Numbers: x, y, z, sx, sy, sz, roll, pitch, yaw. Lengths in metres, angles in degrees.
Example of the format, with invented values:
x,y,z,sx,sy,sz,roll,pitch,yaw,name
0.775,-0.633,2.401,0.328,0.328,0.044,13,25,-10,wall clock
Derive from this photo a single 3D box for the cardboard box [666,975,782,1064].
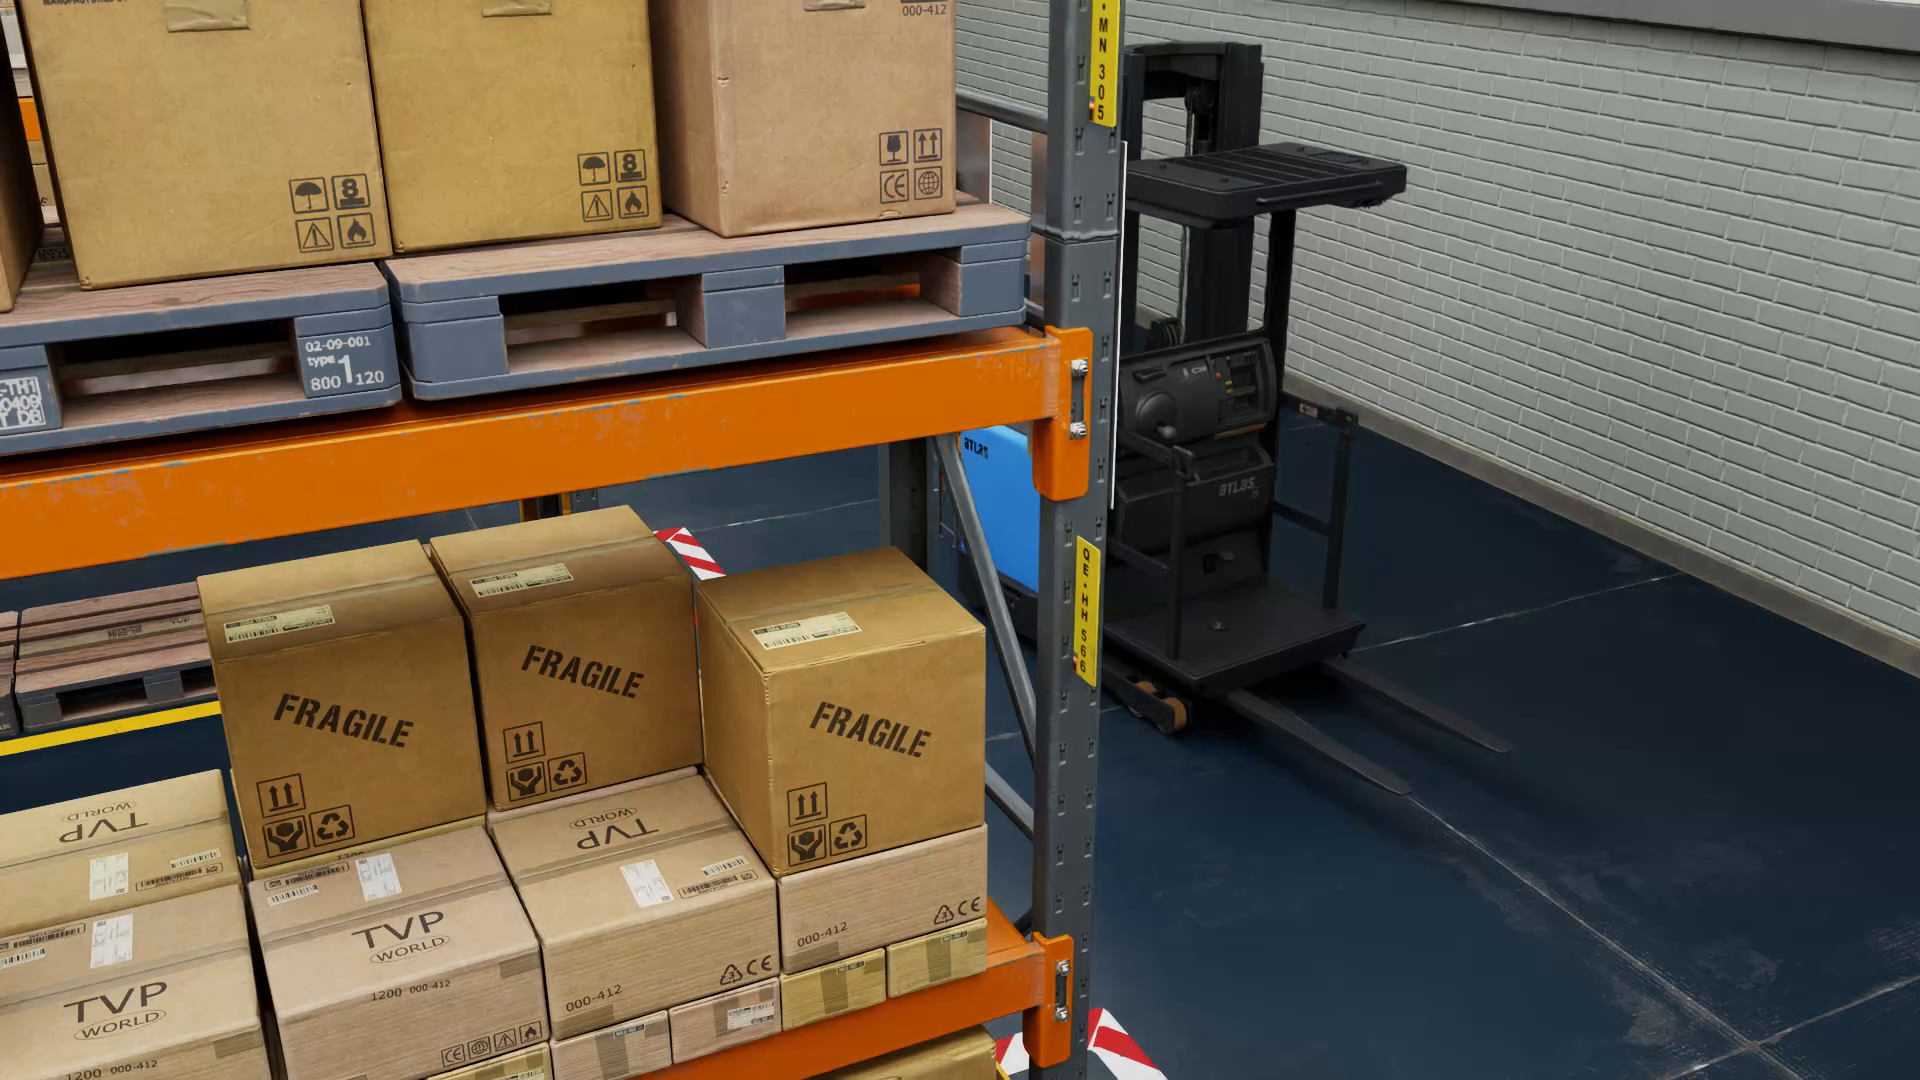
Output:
x,y,z,sx,sy,sz,roll,pitch,yaw,name
-0.588,0.985,3.776,0.250,0.149,0.380,-10,25,-23,cardboard box

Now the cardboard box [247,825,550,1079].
x,y,z,sx,sy,sz,roll,pitch,yaw,name
-1.186,0.884,3.501,0.500,0.250,0.500,-11,25,-25,cardboard box

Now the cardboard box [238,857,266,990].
x,y,z,sx,sy,sz,roll,pitch,yaw,name
-1.797,0.928,3.914,0.250,0.149,0.380,-11,25,-25,cardboard box

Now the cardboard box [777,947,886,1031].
x,y,z,sx,sy,sz,roll,pitch,yaw,name
-0.360,0.944,3.876,0.250,0.149,0.380,-10,25,-23,cardboard box

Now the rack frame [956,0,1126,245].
x,y,z,sx,sy,sz,roll,pitch,yaw,name
0.051,-2.160,3.203,0.127,3.000,1.000,-10,25,-24,rack frame

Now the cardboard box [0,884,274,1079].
x,y,z,sx,sy,sz,roll,pitch,yaw,name
-1.654,0.971,3.288,0.500,0.250,0.500,-10,25,-24,cardboard box

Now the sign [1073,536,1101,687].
x,y,z,sx,sy,sz,roll,pitch,yaw,name
0.274,0.156,3.627,0.005,0.325,0.100,-10,25,-24,sign

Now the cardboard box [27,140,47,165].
x,y,z,sx,sy,sz,roll,pitch,yaw,name
-6.371,-2.800,11.154,0.500,0.500,0.500,-11,25,-25,cardboard box

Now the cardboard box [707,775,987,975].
x,y,z,sx,sy,sz,roll,pitch,yaw,name
-0.270,0.715,3.907,0.500,0.250,0.500,-11,25,-24,cardboard box

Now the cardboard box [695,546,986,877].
x,y,z,sx,sy,sz,roll,pitch,yaw,name
-0.274,0.368,3.765,0.500,0.500,0.500,-10,25,-23,cardboard box

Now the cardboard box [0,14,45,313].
x,y,z,sx,sy,sz,roll,pitch,yaw,name
-1.855,-0.673,2.722,0.500,0.500,0.700,-9,24,-21,cardboard box

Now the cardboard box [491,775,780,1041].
x,y,z,sx,sy,sz,roll,pitch,yaw,name
-0.728,0.799,3.705,0.500,0.250,0.500,-11,25,-25,cardboard box

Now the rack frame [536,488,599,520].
x,y,z,sx,sy,sz,roll,pitch,yaw,name
-2.097,-1.095,8.474,0.127,3.000,1.000,-10,25,-24,rack frame

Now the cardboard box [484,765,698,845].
x,y,z,sx,sy,sz,roll,pitch,yaw,name
-0.964,0.618,4.141,0.500,0.250,0.500,-11,25,-24,cardboard box

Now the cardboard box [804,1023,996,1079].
x,y,z,sx,sy,sz,roll,pitch,yaw,name
-0.491,1.533,4.354,0.875,0.875,0.875,-10,25,-24,cardboard box

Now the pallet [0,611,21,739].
x,y,z,sx,sy,sz,roll,pitch,yaw,name
-5.055,0.721,7.732,1.213,0.211,1.003,-10,25,-24,pallet

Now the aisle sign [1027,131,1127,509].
x,y,z,sx,sy,sz,roll,pitch,yaw,name
0.246,-0.498,3.633,0.004,0.787,0.394,-10,25,-24,aisle sign

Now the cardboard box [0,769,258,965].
x,y,z,sx,sy,sz,roll,pitch,yaw,name
-1.886,0.789,3.729,0.500,0.250,0.500,-11,25,-25,cardboard box

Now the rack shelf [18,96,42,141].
x,y,z,sx,sy,sz,roll,pitch,yaw,name
-3.899,-1.817,7.237,4.000,0.370,1.077,-10,25,-24,rack shelf

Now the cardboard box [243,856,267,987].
x,y,z,sx,sy,sz,roll,pitch,yaw,name
-1.569,0.887,4.014,0.250,0.149,0.380,-11,25,-24,cardboard box

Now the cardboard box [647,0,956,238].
x,y,z,sx,sy,sz,roll,pitch,yaw,name
-0.394,-0.956,3.406,0.500,0.500,0.700,-12,25,-27,cardboard box

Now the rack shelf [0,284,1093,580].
x,y,z,sx,sy,sz,roll,pitch,yaw,name
-1.751,-0.110,3.113,4.000,0.370,1.077,-10,25,-24,rack shelf

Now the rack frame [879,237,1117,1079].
x,y,z,sx,sy,sz,roll,pitch,yaw,name
0.051,0.612,4.351,0.127,3.000,1.000,-10,25,-24,rack frame

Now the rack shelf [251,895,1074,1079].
x,y,z,sx,sy,sz,roll,pitch,yaw,name
-1.751,1.276,3.687,4.000,0.370,1.077,-10,25,-24,rack shelf

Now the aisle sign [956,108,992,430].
x,y,z,sx,sy,sz,roll,pitch,yaw,name
-0.014,-0.705,4.132,0.004,0.787,0.394,-10,25,-24,aisle sign

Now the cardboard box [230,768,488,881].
x,y,z,sx,sy,sz,roll,pitch,yaw,name
-1.418,0.701,3.943,0.500,0.250,0.500,-11,25,-25,cardboard box

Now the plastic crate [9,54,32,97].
x,y,z,sx,sy,sz,roll,pitch,yaw,name
-3.851,-1.931,6.917,0.530,0.136,0.437,-10,25,-24,plastic crate

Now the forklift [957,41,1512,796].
x,y,z,sx,sy,sz,roll,pitch,yaw,name
1.221,-0.675,7.548,1.130,2.935,3.031,-14,26,-31,forklift

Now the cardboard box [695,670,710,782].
x,y,z,sx,sy,sz,roll,pitch,yaw,name
-0.498,0.530,4.355,0.500,0.250,0.500,-11,25,-25,cardboard box

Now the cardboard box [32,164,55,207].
x,y,z,sx,sy,sz,roll,pitch,yaw,name
-6.357,-2.345,11.362,0.500,0.500,0.500,-11,25,-24,cardboard box

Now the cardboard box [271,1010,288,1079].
x,y,z,sx,sy,sz,roll,pitch,yaw,name
-1.280,1.113,3.467,0.250,0.149,0.380,-10,25,-23,cardboard box

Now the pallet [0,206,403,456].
x,y,z,sx,sy,sz,roll,pitch,yaw,name
-1.713,-0.403,2.996,1.213,0.211,1.003,-10,25,-24,pallet

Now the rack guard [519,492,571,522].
x,y,z,sx,sy,sz,roll,pitch,yaw,name
-2.081,0.051,8.973,0.348,0.500,1.175,-10,25,-24,rack guard

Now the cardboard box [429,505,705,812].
x,y,z,sx,sy,sz,roll,pitch,yaw,name
-0.949,0.266,4.011,0.500,0.500,0.500,-11,25,-25,cardboard box

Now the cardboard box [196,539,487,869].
x,y,z,sx,sy,sz,roll,pitch,yaw,name
-1.413,0.354,3.799,0.500,0.500,0.500,-11,25,-25,cardboard box

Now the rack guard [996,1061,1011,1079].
x,y,z,sx,sy,sz,roll,pitch,yaw,name
0.073,1.762,4.839,0.348,0.500,1.175,-10,25,-24,rack guard

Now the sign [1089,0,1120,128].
x,y,z,sx,sy,sz,roll,pitch,yaw,name
0.274,-0.958,3.166,0.005,0.325,0.100,-10,25,-24,sign

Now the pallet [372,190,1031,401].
x,y,z,sx,sy,sz,roll,pitch,yaw,name
-0.613,-0.607,3.488,1.213,0.211,1.003,-10,25,-24,pallet

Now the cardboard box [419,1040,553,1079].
x,y,z,sx,sy,sz,roll,pitch,yaw,name
-1.046,1.070,3.572,0.250,0.149,0.380,-11,25,-25,cardboard box

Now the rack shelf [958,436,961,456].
x,y,z,sx,sy,sz,roll,pitch,yaw,name
0.149,-0.520,9.613,0.480,0.148,0.258,-10,25,-24,rack shelf

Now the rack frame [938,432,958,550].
x,y,z,sx,sy,sz,roll,pitch,yaw,name
-0.071,-0.541,9.489,0.015,1.200,0.240,-10,25,-24,rack frame

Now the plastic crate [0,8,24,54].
x,y,z,sx,sy,sz,roll,pitch,yaw,name
-4.228,-2.165,7.292,0.530,0.282,0.437,-10,25,-24,plastic crate

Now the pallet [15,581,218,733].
x,y,z,sx,sy,sz,roll,pitch,yaw,name
-3.954,0.517,8.224,1.213,0.211,1.003,-10,25,-24,pallet

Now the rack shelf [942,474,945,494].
x,y,z,sx,sy,sz,roll,pitch,yaw,name
0.149,-0.336,9.689,0.480,0.148,0.258,-10,25,-24,rack shelf

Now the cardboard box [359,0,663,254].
x,y,z,sx,sy,sz,roll,pitch,yaw,name
-0.953,-0.904,3.280,0.500,0.500,0.700,-11,25,-26,cardboard box

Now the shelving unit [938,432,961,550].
x,y,z,sx,sy,sz,roll,pitch,yaw,name
0.149,-0.582,9.587,0.503,1.200,0.258,-10,25,-24,shelving unit

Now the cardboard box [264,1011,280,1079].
x,y,z,sx,sy,sz,roll,pitch,yaw,name
-1.504,1.154,3.370,0.250,0.149,0.380,-10,24,-23,cardboard box

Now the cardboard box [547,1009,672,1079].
x,y,z,sx,sy,sz,roll,pitch,yaw,name
-0.813,1.026,3.677,0.250,0.149,0.380,-10,24,-23,cardboard box

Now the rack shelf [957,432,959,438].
x,y,z,sx,sy,sz,roll,pitch,yaw,name
0.149,-0.726,9.527,0.480,0.148,0.258,-10,25,-24,rack shelf

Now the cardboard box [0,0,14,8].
x,y,z,sx,sy,sz,roll,pitch,yaw,name
-6.397,-3.616,10.837,0.500,0.250,0.500,-10,25,-24,cardboard box

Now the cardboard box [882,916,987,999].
x,y,z,sx,sy,sz,roll,pitch,yaw,name
-0.127,0.900,3.982,0.250,0.149,0.380,-10,24,-23,cardboard box

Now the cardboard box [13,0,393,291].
x,y,z,sx,sy,sz,roll,pitch,yaw,name
-1.398,-0.802,3.033,0.500,0.500,0.700,-12,25,-27,cardboard box

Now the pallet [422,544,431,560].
x,y,z,sx,sy,sz,roll,pitch,yaw,name
-2.857,0.316,8.710,1.213,0.211,1.003,-10,25,-24,pallet
